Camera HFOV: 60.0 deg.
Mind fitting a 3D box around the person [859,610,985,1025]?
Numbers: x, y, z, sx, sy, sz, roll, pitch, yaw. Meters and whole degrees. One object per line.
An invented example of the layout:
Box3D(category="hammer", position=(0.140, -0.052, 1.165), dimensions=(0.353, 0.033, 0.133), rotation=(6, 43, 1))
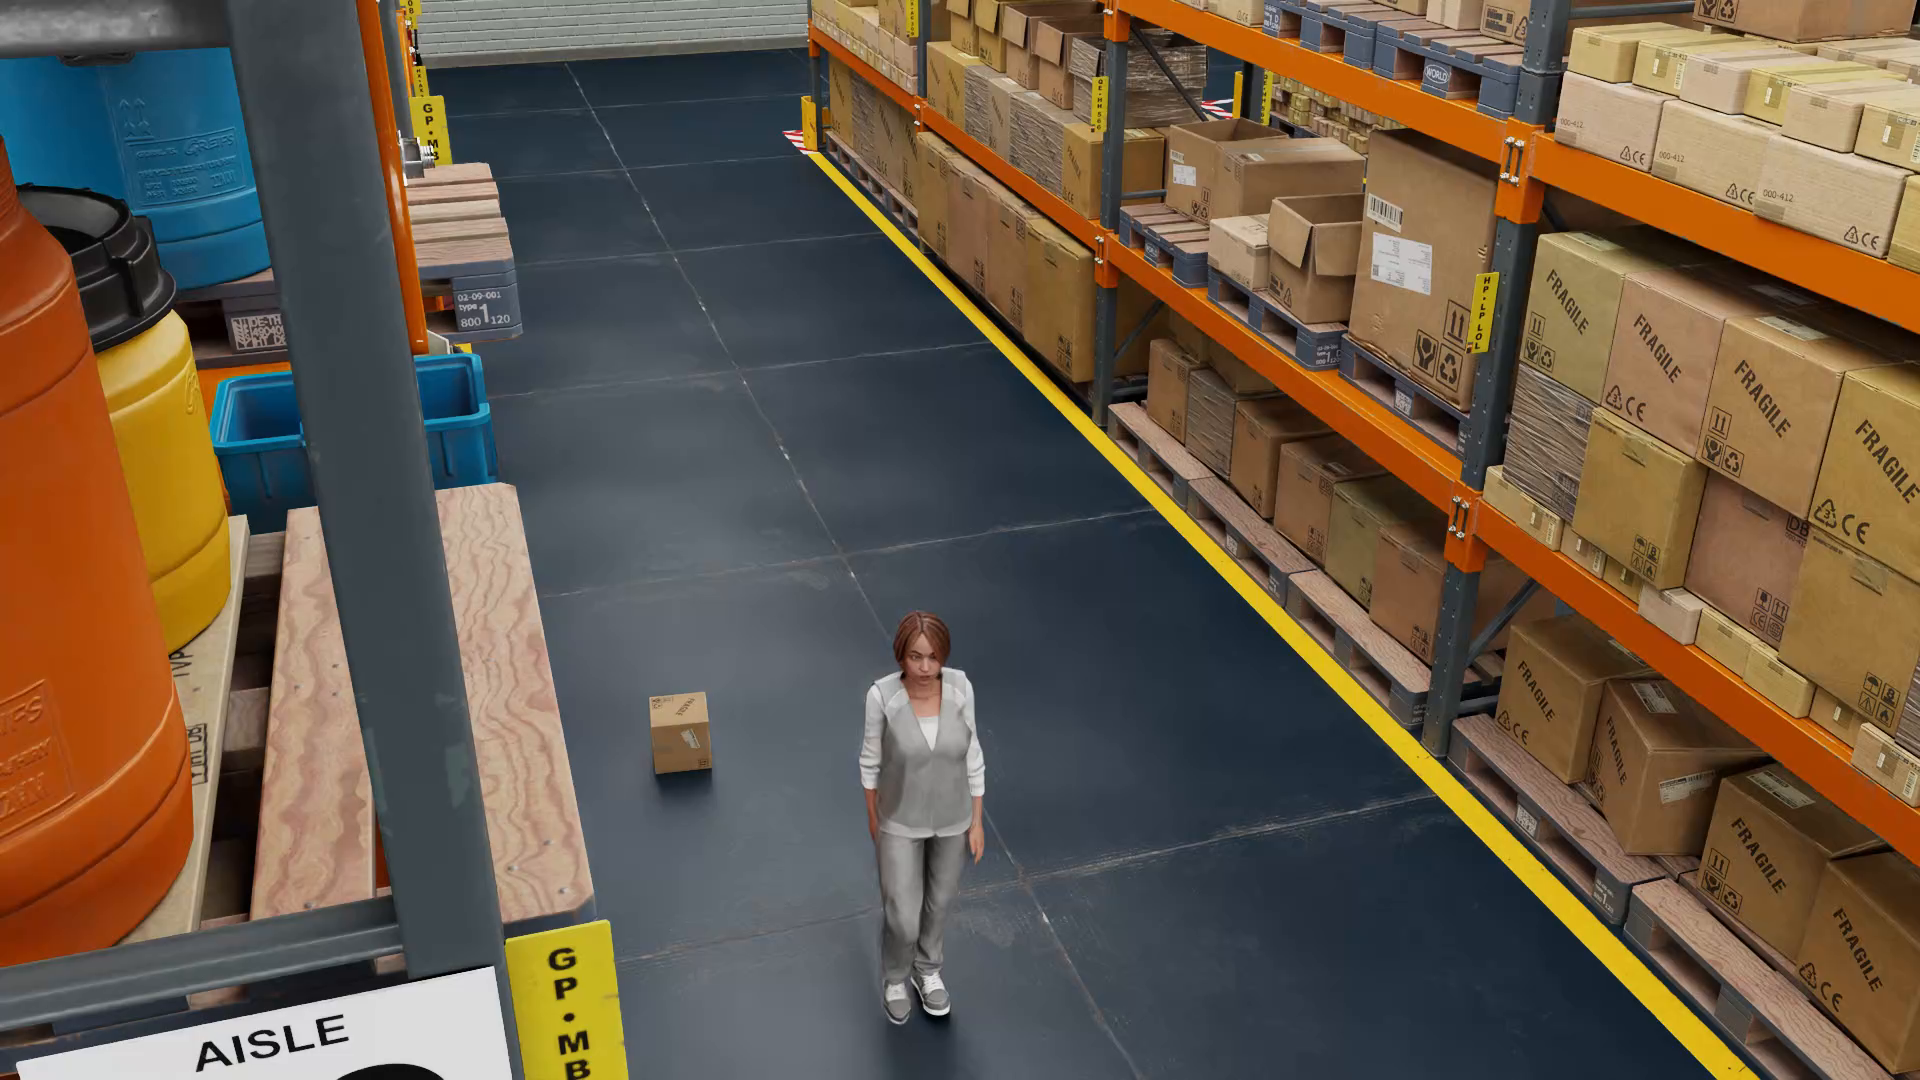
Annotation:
Box3D(category="person", position=(-0.110, 0.982, 5.645), dimensions=(0.409, 1.614, 0.418), rotation=(-8, 28, -16))
